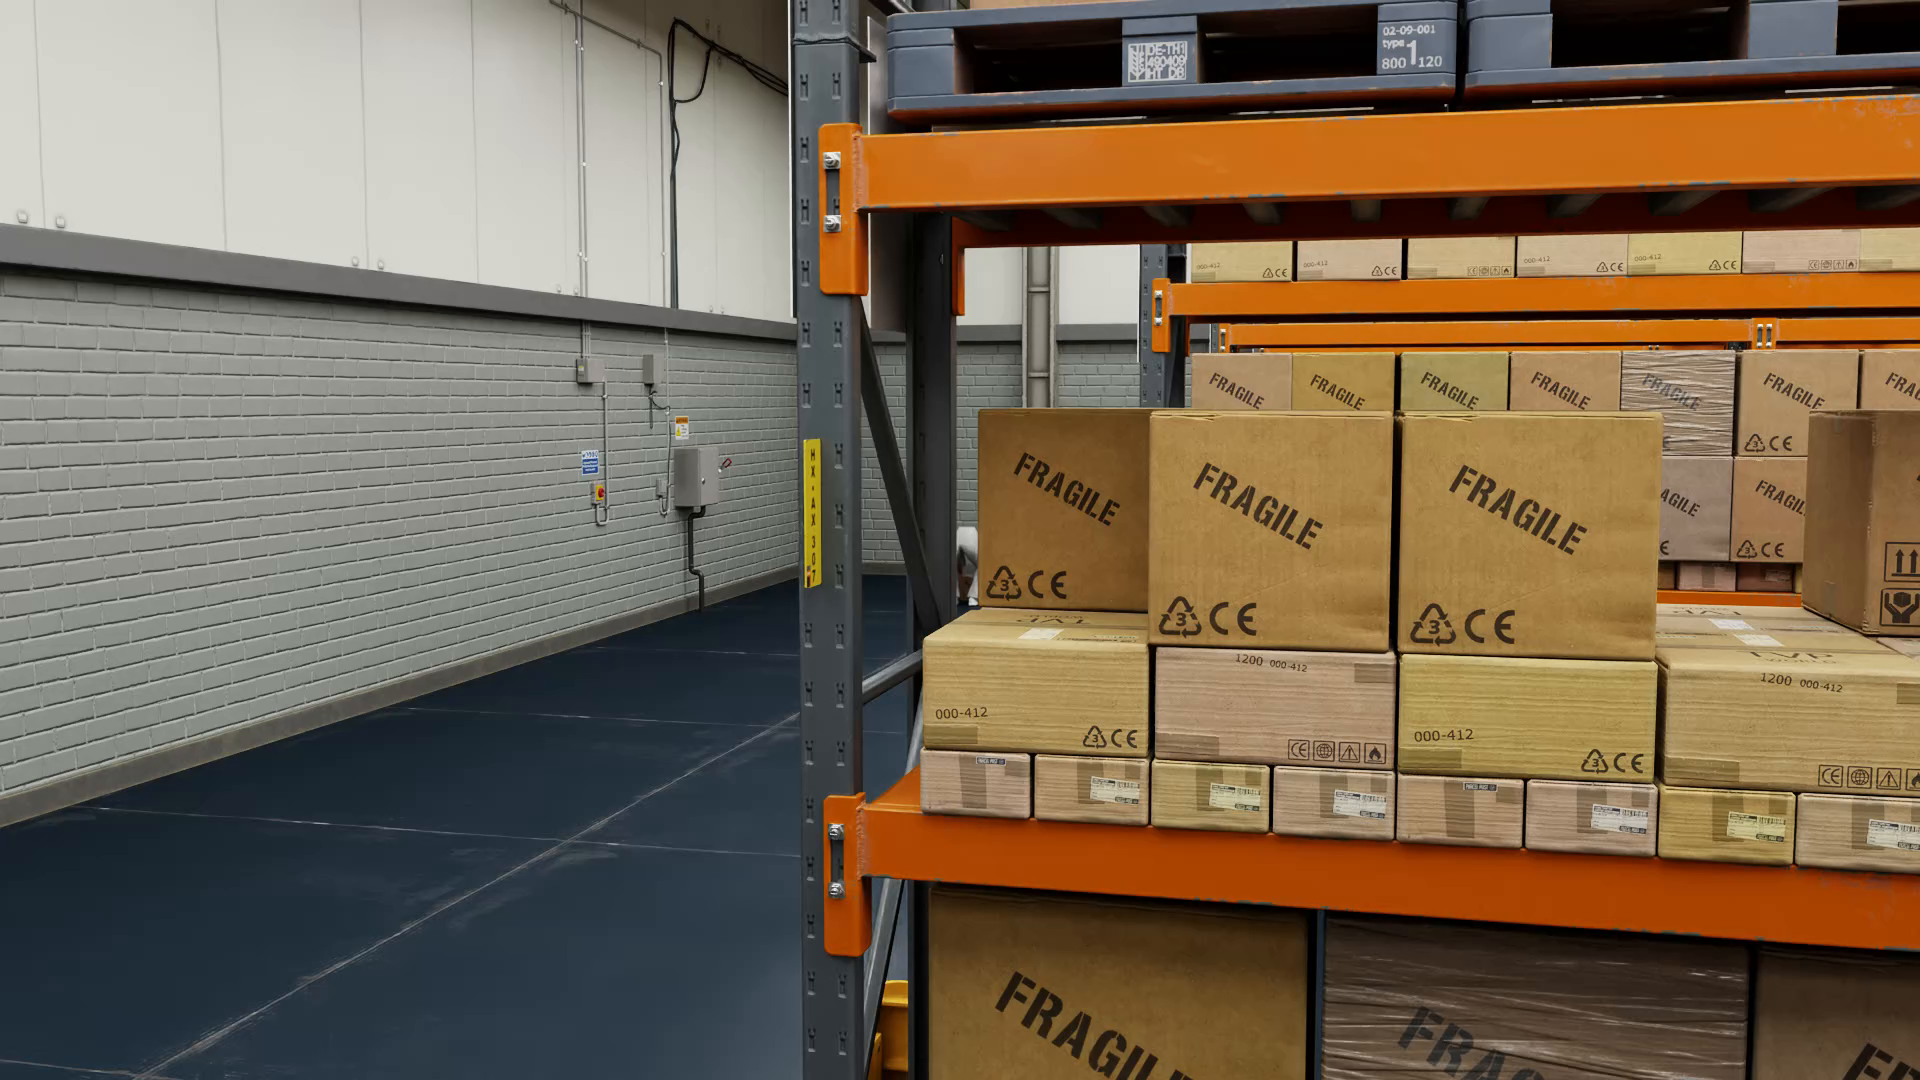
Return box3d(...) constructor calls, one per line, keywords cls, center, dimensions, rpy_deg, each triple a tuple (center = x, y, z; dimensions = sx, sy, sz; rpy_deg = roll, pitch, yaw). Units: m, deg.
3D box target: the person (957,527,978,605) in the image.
box3d(cls="person", center=(0.081, 0.269, 18.023), dimensions=(0.476, 0.841, 0.854), rpy_deg=(1, 5, 11))
